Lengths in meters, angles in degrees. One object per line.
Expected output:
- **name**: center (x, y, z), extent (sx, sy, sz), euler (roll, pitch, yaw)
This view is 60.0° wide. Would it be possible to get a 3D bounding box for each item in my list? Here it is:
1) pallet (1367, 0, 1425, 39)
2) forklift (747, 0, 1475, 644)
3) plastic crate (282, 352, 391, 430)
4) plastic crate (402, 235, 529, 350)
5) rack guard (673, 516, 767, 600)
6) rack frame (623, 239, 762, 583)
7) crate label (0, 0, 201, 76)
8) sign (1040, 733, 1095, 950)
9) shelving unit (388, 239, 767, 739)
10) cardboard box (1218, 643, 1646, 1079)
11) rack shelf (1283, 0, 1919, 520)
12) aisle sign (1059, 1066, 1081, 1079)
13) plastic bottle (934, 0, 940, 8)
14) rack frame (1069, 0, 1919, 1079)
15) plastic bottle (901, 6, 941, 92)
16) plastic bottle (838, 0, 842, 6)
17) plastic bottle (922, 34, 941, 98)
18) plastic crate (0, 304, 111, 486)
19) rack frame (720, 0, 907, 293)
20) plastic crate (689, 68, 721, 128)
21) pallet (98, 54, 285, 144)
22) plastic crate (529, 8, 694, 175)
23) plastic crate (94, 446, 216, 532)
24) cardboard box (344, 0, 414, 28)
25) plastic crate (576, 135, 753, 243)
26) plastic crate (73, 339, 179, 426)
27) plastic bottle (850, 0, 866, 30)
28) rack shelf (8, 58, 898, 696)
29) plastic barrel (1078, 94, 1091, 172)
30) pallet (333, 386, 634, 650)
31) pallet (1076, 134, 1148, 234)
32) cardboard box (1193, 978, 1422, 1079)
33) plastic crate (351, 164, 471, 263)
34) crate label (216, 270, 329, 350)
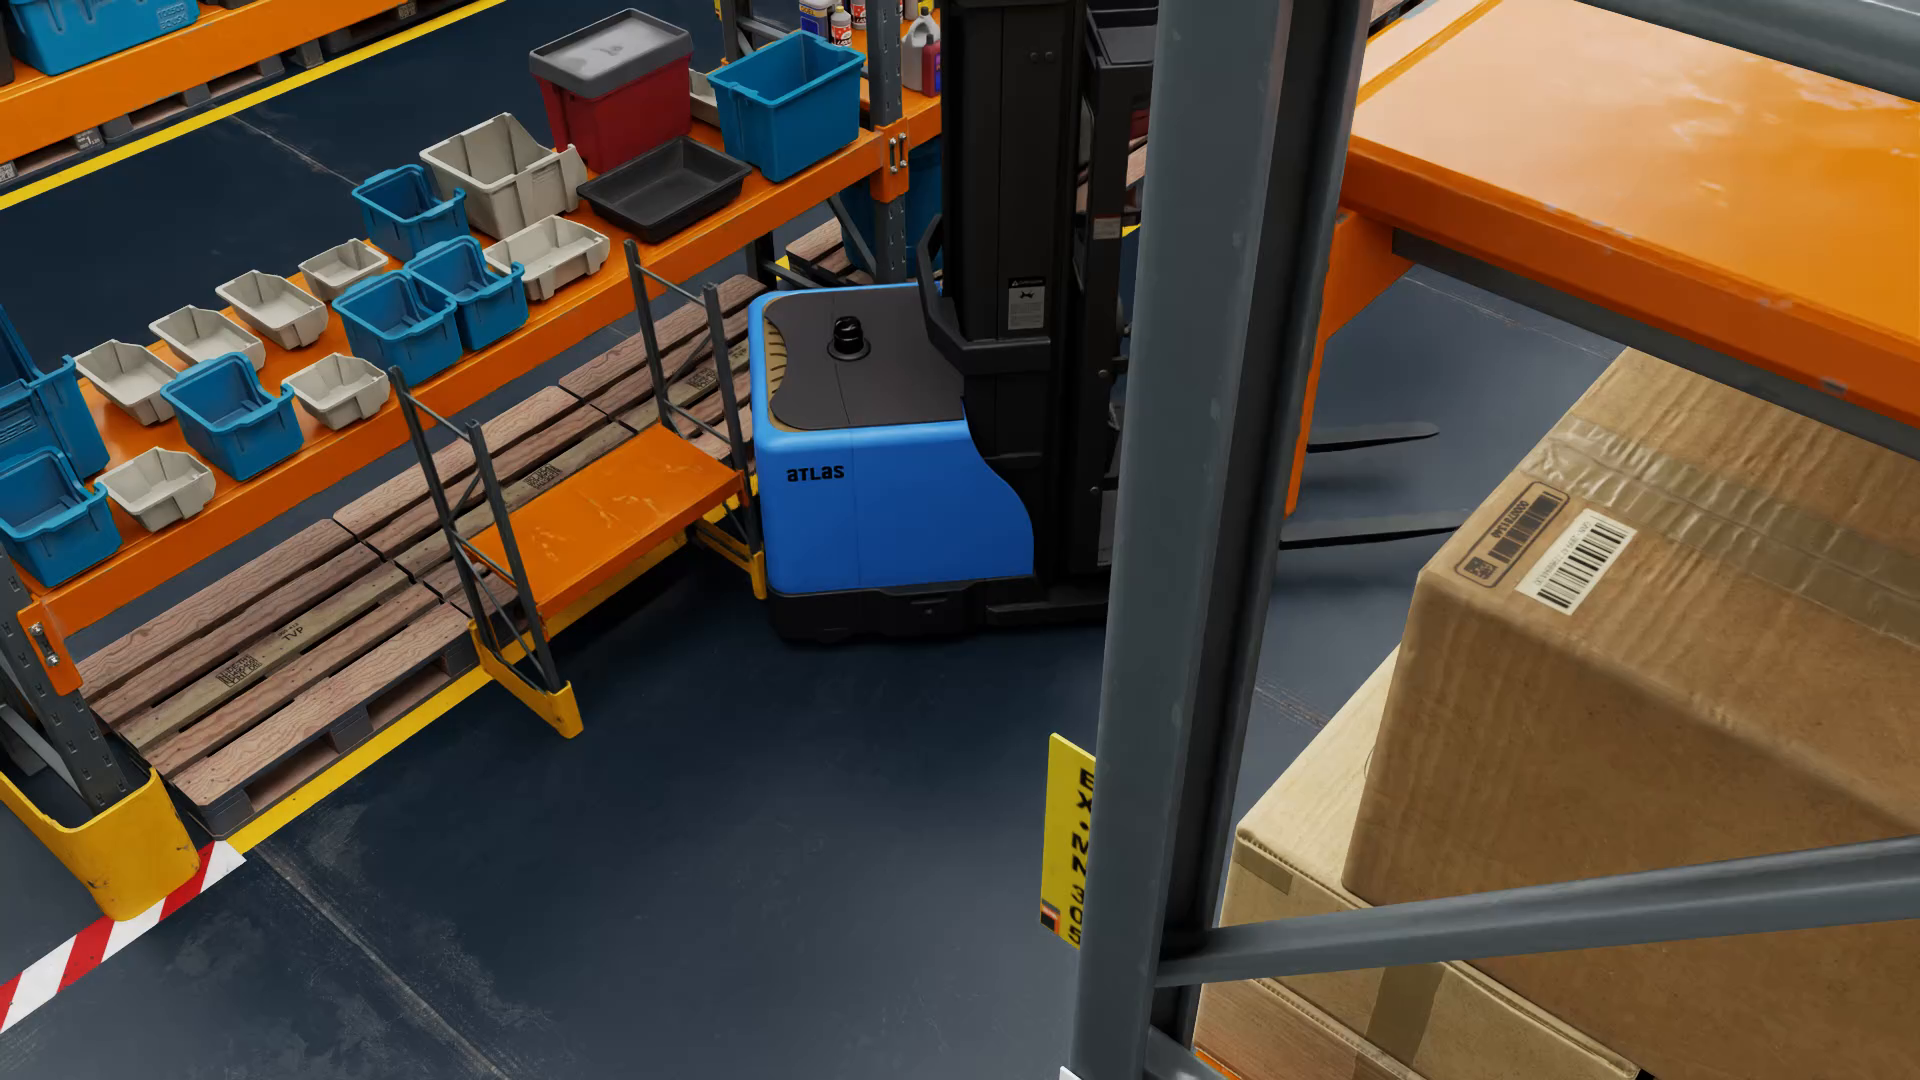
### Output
- **pallet**: center (2.430, -3.592, 11.043), extent (1.003, 0.211, 1.213), euler (29, 50, 28)
- **forklift**: center (0.680, -1.095, 6.276), extent (3.031, 2.935, 1.130), euler (-5, 42, -5)
- **plastic crate**: center (-2.129, -0.510, 5.733), extent (0.250, 0.136, 0.298), euler (29, 50, 28)
- **plastic crate**: center (-1.795, -0.900, 6.090), extent (0.416, 0.233, 0.300), euler (29, 50, 28)
- **rack guard**: center (-1.012, 0.012, 6.983), extent (0.587, 0.250, 0.087), euler (31, 53, 32)
- **rack frame**: center (-1.028, -0.457, 6.570), extent (0.500, 1.500, 0.032), euler (31, 53, 32)
- **crate label**: center (-2.406, -1.512, 4.564), extent (0.408, 0.251, 0.502), euler (29, 50, 28)
- **sign**: center (0.130, 0.336, 1.763), extent (0.100, 0.325, 0.005), euler (29, 50, 28)
- **shelving unit**: center (-1.381, -0.189, 6.303), extent (0.587, 1.500, 1.083), euler (31, 53, 32)
- **cardboard box**: center (0.678, 0.410, 2.080), extent (0.500, 0.250, 0.500), euler (29, 50, 28)
- **rack shelf**: center (1.829, -0.958, 2.152), extent (1.077, 0.370, 4.000), euler (29, 50, 28)
- **aisle sign**: center (0.264, 0.965, 2.027), extent (0.394, 0.787, 0.004), euler (29, 50, 28)
- **plastic bottle**: center (-0.102, -2.811, 8.149), extent (0.144, 0.351, 0.185), euler (29, 50, 28)
- **rack frame**: center (0.542, -0.195, 0.776), extent (1.000, 3.000, 0.127), euler (29, 50, 28)
- **plastic bottle**: center (-0.172, -2.225, 7.504), extent (0.144, 0.351, 0.185), euler (29, 50, 28)
- **plastic bottle**: center (-0.612, -2.523, 7.943), extent (0.097, 0.201, 0.097), euler (0, 42, 0)
- **plastic bottle**: center (-0.110, -2.143, 7.464), extent (0.061, 0.283, 0.133), euler (29, 50, 28)
- **plastic crate**: center (-3.174, -0.411, 5.401), extent (0.616, 0.435, 0.499), euler (29, 50, 28)
- **rack frame**: center (-0.672, -2.182, 7.420), extent (1.000, 3.000, 0.127), euler (29, 50, 28)
- **plastic crate**: center (-1.081, -1.929, 7.293), extent (0.396, 0.136, 0.243), euler (29, 50, 28)
- **pallet**: center (-5.013, -2.937, 10.323), extent (1.003, 0.211, 1.213), euler (29, 50, 28)
- **plastic crate**: center (-1.439, -1.877, 6.992), extent (0.402, 0.464, 0.583), euler (29, 50, 28)
- **plastic crate**: center (-2.566, -0.161, 5.349), extent (0.250, 0.136, 0.298), euler (29, 50, 28)
- **cardboard box**: center (-4.067, -4.034, 10.724), extent (1.225, 0.875, 0.875), euler (30, 50, 29)
- **plastic crate**: center (-1.187, -1.410, 6.731), extent (0.437, 0.125, 0.590), euler (29, 50, 28)
- **plastic crate**: center (-2.860, -0.545, 5.771), extent (0.396, 0.136, 0.243), euler (29, 50, 28)
- **plastic bottle**: center (-0.480, -2.565, 7.989), extent (0.097, 0.201, 0.097), euler (0, 42, 0)
- **rack shelf**: center (-1.960, -0.886, 6.529), extent (1.077, 0.370, 4.000), euler (29, 50, 28)
- **plastic barrel**: center (0.578, -2.306, 9.094), extent (0.421, 0.512, 0.421), euler (0, 42, 0)
- **pallet**: center (-1.901, -0.124, 7.229), extent (1.003, 0.211, 1.213), euler (29, 50, 28)
- **pallet**: center (0.641, -2.160, 9.469), extent (1.003, 0.211, 1.213), euler (29, 50, 28)
- **cardboard box**: center (0.671, 0.591, 2.252), extent (0.500, 0.250, 0.500), euler (29, 50, 28)
- **plastic crate**: center (-2.121, -1.251, 6.476), extent (0.416, 0.233, 0.300), euler (29, 50, 28)
- **crate label**: center (-2.502, -0.842, 6.098), extent (0.396, 0.136, 0.243), euler (29, 50, 28)
